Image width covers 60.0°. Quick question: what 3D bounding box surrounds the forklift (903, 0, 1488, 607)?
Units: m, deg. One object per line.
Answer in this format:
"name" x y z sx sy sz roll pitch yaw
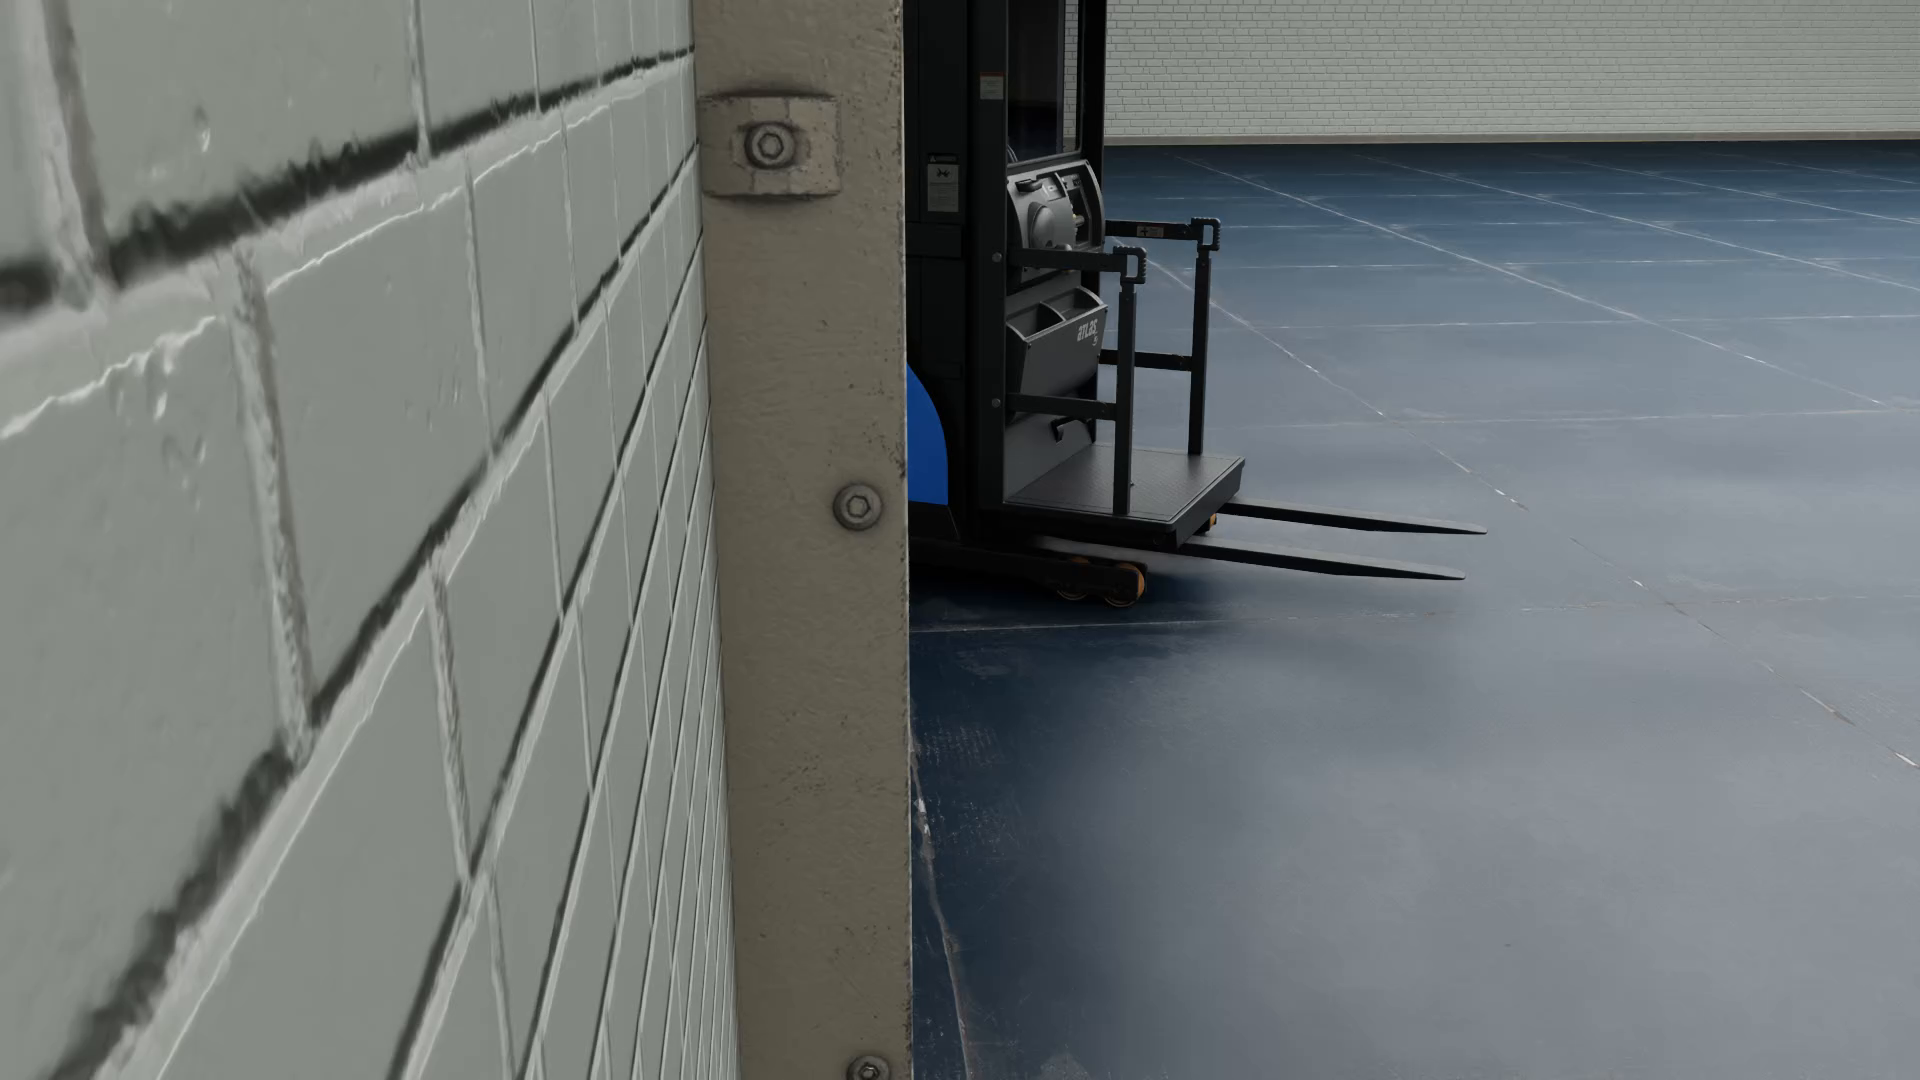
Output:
"forklift" 0.569 -1.322 6.496 3.031 2.935 1.130 8 19 23
